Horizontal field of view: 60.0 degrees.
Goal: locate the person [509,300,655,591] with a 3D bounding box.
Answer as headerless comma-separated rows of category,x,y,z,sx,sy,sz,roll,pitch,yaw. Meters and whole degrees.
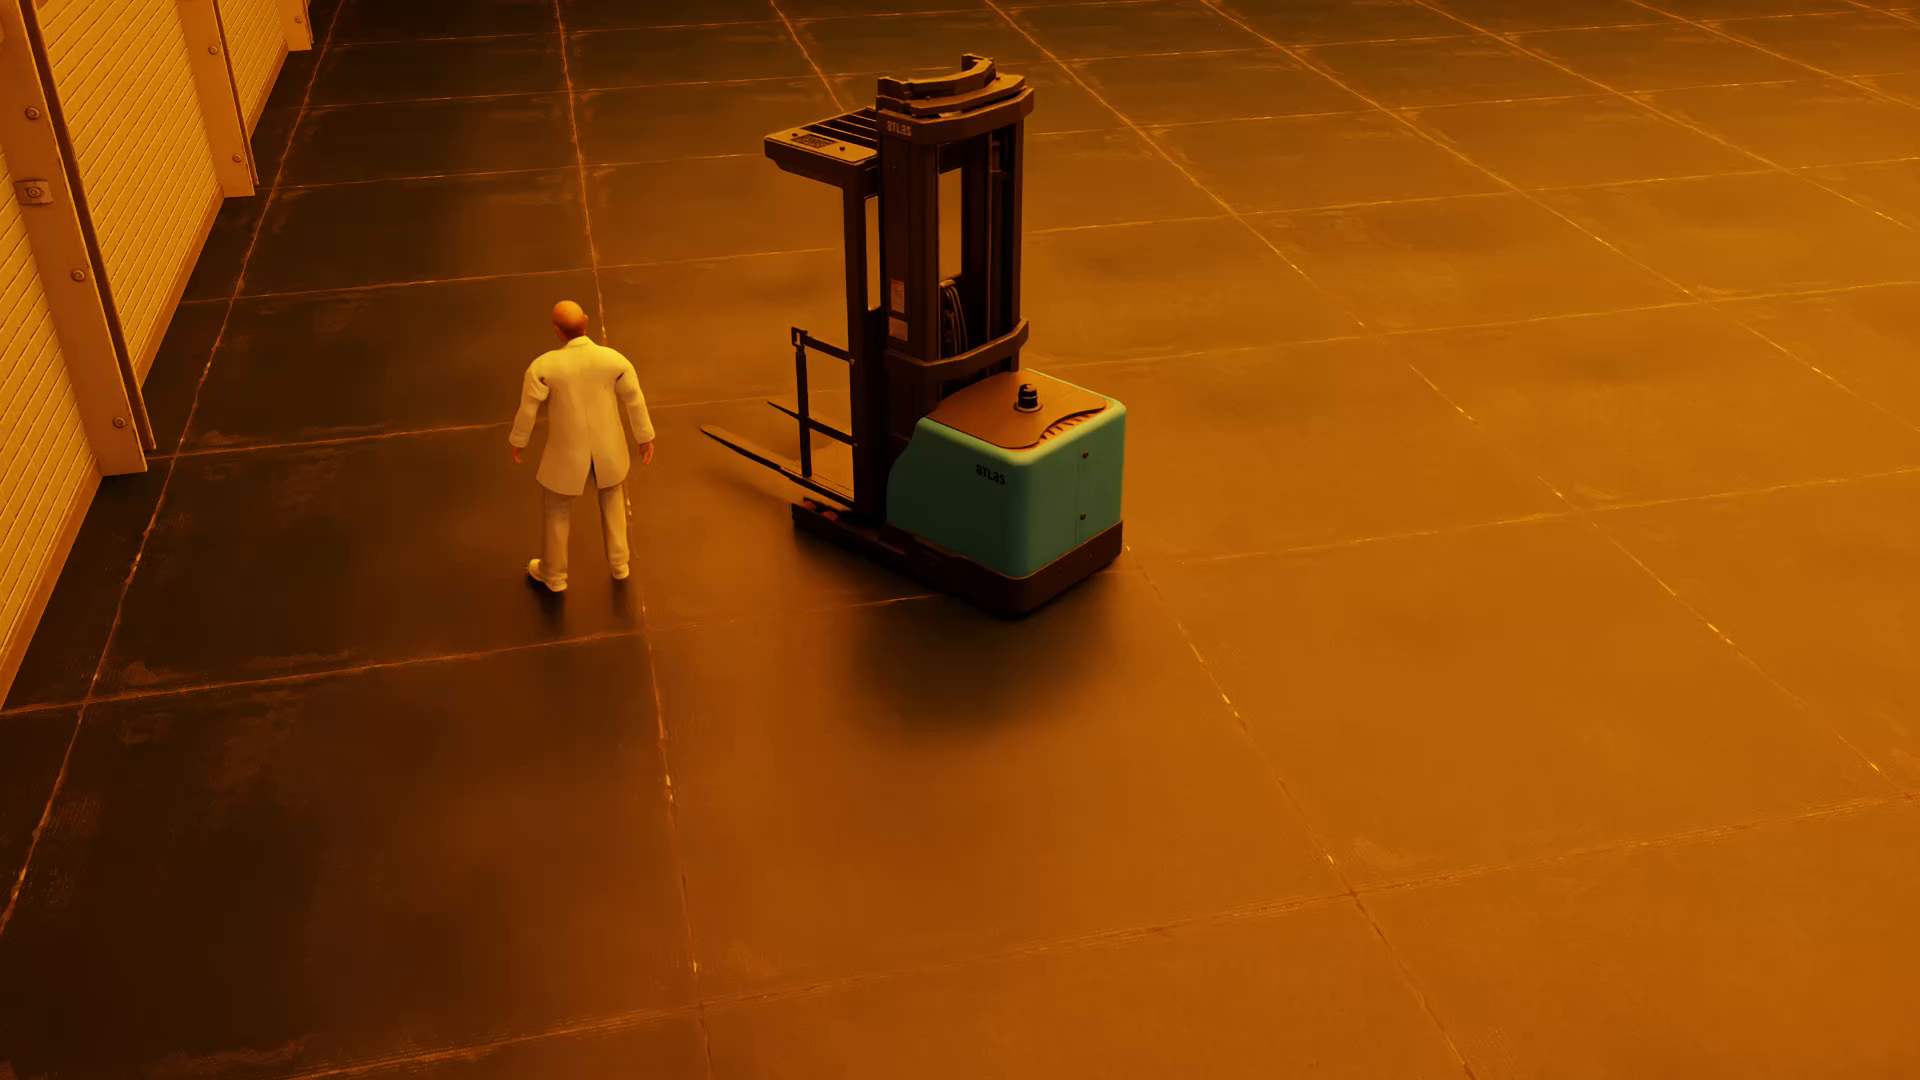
person,-2.189,-0.561,9.660,0.817,1.763,0.443,-11,32,-19

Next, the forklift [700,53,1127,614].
forklift,-0.437,-1.459,10.094,3.031,2.935,1.130,24,38,35
